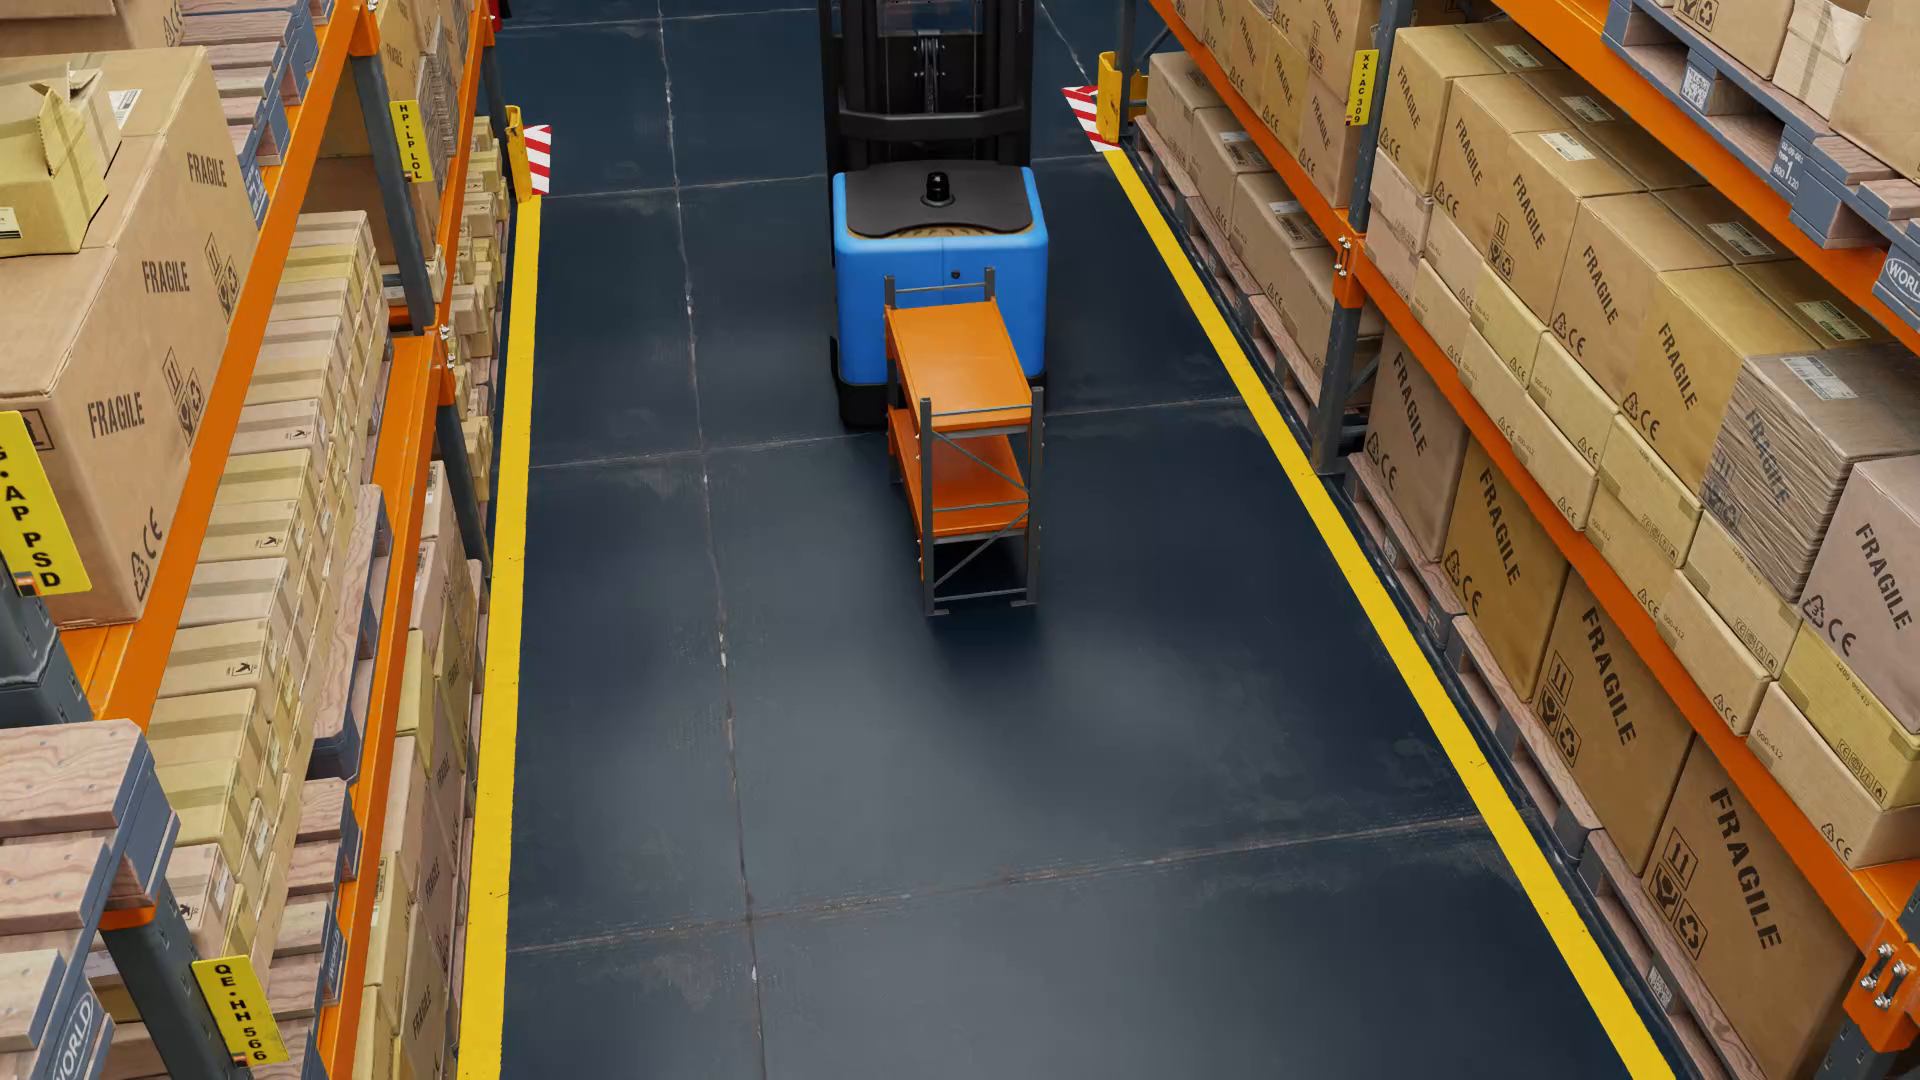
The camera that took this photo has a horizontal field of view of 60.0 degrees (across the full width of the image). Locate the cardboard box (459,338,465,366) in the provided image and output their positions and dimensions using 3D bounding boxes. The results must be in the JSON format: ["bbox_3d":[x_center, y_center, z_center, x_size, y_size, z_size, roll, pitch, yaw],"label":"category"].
[{"bbox_3d":[-2.629,-0.850,8.138,0.380,0.149,0.250,-8,39,-10],"label":"cardboard box"}]

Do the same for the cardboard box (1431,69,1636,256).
[{"bbox_3d":[2.141,-1.416,6.231,0.500,0.500,0.500,-6,38,-8],"label":"cardboard box"}]

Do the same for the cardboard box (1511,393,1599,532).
[{"bbox_3d":[2.293,-0.302,5.817,0.500,0.250,0.500,-7,38,-9],"label":"cardboard box"}]

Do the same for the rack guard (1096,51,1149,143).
[{"bbox_3d":[1.525,-3.026,11.237,1.175,0.500,0.348,-6,38,-8],"label":"rack guard"}]

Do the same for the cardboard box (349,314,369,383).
[{"bbox_3d":[-2.273,-0.645,5.755,0.380,0.149,0.250,-5,38,-6],"label":"cardboard box"}]

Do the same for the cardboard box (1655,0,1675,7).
[{"bbox_3d":[2.207,-1.738,4.865,0.396,0.266,0.258,-3,38,-4],"label":"cardboard box"}]

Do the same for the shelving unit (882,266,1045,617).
[{"bbox_3d":[-0.001,-0.448,7.410,0.538,1.125,1.048,-6,38,-8],"label":"shelving unit"}]

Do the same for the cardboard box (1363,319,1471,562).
[{"bbox_3d":[2.418,-0.543,7.394,0.875,0.875,0.875,-5,38,-7],"label":"cardboard box"}]

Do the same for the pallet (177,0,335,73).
[{"bbox_3d":[-2.621,-1.715,5.221,1.213,0.211,1.003,-6,38,-8],"label":"pallet"}]

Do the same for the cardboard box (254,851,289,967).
[{"bbox_3d":[-1.850,0.906,4.001,0.380,0.149,0.250,-4,38,-6],"label":"cardboard box"}]

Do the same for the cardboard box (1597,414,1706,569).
[{"bbox_3d":[2.394,-0.186,5.259,0.500,0.250,0.500,-7,38,-9],"label":"cardboard box"}]

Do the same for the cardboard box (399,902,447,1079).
[{"bbox_3d":[-1.888,1.490,5.082,0.500,0.500,0.500,-6,38,-7],"label":"cardboard box"}]

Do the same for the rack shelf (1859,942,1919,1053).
[{"bbox_3d":[3.283,2.326,2.898,1.077,0.370,4.000,-6,38,-8],"label":"rack shelf"}]

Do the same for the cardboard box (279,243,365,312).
[{"bbox_3d":[-2.314,-0.907,5.850,0.380,0.149,0.250,-7,38,-9],"label":"cardboard box"}]

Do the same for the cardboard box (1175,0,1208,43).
[{"bbox_3d":[1.519,-3.105,9.221,0.500,0.500,0.500,-6,38,-8],"label":"cardboard box"}]

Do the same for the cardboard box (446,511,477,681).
[{"bbox_3d":[-2.247,0.252,6.675,0.500,0.500,0.500,-7,38,-9],"label":"cardboard box"}]

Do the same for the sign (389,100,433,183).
[{"bbox_3d":[-2.079,-1.508,6.302,0.100,0.325,0.005,-6,38,-8],"label":"sign"}]

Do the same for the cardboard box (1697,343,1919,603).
[{"bbox_3d":[2.486,-0.194,4.658,0.500,0.500,0.500,-6,38,-7],"label":"cardboard box"}]

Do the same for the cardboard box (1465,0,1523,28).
[{"bbox_3d":[2.386,-2.330,7.408,0.500,0.500,0.500,-6,38,-8],"label":"cardboard box"}]

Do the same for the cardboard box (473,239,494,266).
[{"bbox_3d":[-2.730,-1.492,8.965,0.380,0.149,0.250,-4,38,-6],"label":"cardboard box"}]

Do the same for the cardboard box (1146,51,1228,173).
[{"bbox_3d":[1.744,-2.765,10.610,0.875,0.438,0.875,-7,38,-9],"label":"cardboard box"}]

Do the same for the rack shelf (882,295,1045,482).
[{"bbox_3d":[-0.001,-0.679,7.231,0.538,0.278,1.000,-6,38,-8],"label":"rack shelf"}]

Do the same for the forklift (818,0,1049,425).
[{"bbox_3d":[-0.188,-2.624,8.738,1.130,2.935,3.031,-3,38,-3],"label":"forklift"}]

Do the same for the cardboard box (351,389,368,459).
[{"bbox_3d":[-2.229,-0.378,5.654,0.380,0.149,0.250,-8,39,-10],"label":"cardboard box"}]

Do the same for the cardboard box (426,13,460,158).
[{"bbox_3d":[-2.610,-2.078,7.656,0.500,0.500,0.500,-7,38,-9],"label":"cardboard box"}]

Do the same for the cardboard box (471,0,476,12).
[{"bbox_3d":[-2.991,-3.139,9.551,0.380,0.149,0.250,-6,38,-8],"label":"cardboard box"}]

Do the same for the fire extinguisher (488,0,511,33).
[{"bbox_3d":[-2.916,-3.429,10.086,0.296,0.674,0.183,-6,38,-8],"label":"fire extinguisher"}]

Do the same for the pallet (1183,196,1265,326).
[{"bbox_3d":[1.957,-1.687,9.750,1.003,0.211,1.213,-6,38,-8],"label":"pallet"}]

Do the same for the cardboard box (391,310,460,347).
[{"bbox_3d":[-2.632,-0.970,8.050,0.380,0.149,0.250,-7,38,-9],"label":"cardboard box"}]

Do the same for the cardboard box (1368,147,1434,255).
[{"bbox_3d":[2.030,-1.425,6.853,0.500,0.250,0.500,-7,38,-9],"label":"cardboard box"}]

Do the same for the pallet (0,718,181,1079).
[{"bbox_3d":[-1.758,0.700,2.113,1.213,0.211,1.003,-5,38,-6],"label":"pallet"}]

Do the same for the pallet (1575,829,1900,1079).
[{"bbox_3d":[2.868,1.450,5.711,1.003,0.211,1.213,-6,38,-8],"label":"pallet"}]

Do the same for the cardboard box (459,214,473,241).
[{"bbox_3d":[-2.804,-1.596,8.856,0.380,0.149,0.250,-7,38,-9],"label":"cardboard box"}]

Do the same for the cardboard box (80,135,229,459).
[{"bbox_3d":[-1.856,-0.472,3.386,0.500,0.500,0.500,-6,38,-8],"label":"cardboard box"}]

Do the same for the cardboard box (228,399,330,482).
[{"bbox_3d":[-2.135,-0.282,5.045,0.380,0.149,0.250,-8,39,-10],"label":"cardboard box"}]

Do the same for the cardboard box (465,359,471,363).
[{"bbox_3d":[-2.689,-0.895,8.439,0.380,0.149,0.250,-8,39,-10],"label":"cardboard box"}]

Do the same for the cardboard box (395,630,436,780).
[{"bbox_3d":[-2.062,0.589,5.631,0.500,0.250,0.500,-8,39,-10],"label":"cardboard box"}]

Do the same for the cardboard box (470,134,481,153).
[{"bbox_3d":[-2.996,-2.229,9.671,0.380,0.149,0.250,-6,38,-7],"label":"cardboard box"}]

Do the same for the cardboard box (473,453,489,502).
[{"bbox_3d":[-2.372,-0.283,7.651,0.380,0.149,0.250,-8,39,-10],"label":"cardboard box"}]

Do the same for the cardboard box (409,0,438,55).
[{"bbox_3d":[-2.628,-2.459,7.331,0.500,0.500,0.500,-6,38,-7],"label":"cardboard box"}]

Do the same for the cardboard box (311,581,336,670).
[{"bbox_3d":[-2.038,0.268,4.823,0.380,0.149,0.250,-6,38,-7],"label":"cardboard box"}]

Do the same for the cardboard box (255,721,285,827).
[{"bbox_3d":[-1.910,0.605,4.146,0.380,0.149,0.250,-7,38,-9],"label":"cardboard box"}]

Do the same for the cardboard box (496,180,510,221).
[{"bbox_3d":[-2.884,-2.005,9.867,0.380,0.149,0.250,-5,38,-7],"label":"cardboard box"}]

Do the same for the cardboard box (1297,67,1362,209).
[{"bbox_3d":[1.898,-1.875,7.636,0.500,0.500,0.500,-6,38,-8],"label":"cardboard box"}]

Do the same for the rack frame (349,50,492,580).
[{"bbox_3d":[-2.625,-0.989,6.578,1.000,3.000,0.127,-6,38,-8],"label":"rack frame"}]

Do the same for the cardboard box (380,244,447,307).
[{"bbox_3d":[-2.352,-1.096,6.921,0.380,0.149,0.250,-5,38,-6],"label":"cardboard box"}]

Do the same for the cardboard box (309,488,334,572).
[{"bbox_3d":[-2.089,-0.011,4.939,0.380,0.149,0.250,-5,38,-6],"label":"cardboard box"}]

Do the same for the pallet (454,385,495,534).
[{"bbox_3d":[-2.777,-0.290,7.951,1.003,0.211,1.213,-6,38,-8],"label":"pallet"}]

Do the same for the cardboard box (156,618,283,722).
[{"bbox_3d":[-1.948,0.355,4.226,0.380,0.149,0.250,-8,39,-10],"label":"cardboard box"}]

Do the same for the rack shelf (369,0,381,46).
[{"bbox_3d":[-2.975,-3.097,7.433,1.077,0.370,4.000,-6,38,-8],"label":"rack shelf"}]

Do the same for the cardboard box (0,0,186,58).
[{"bbox_3d":[-2.483,-1.433,4.278,0.797,0.503,0.637,-7,38,-9],"label":"cardboard box"}]
